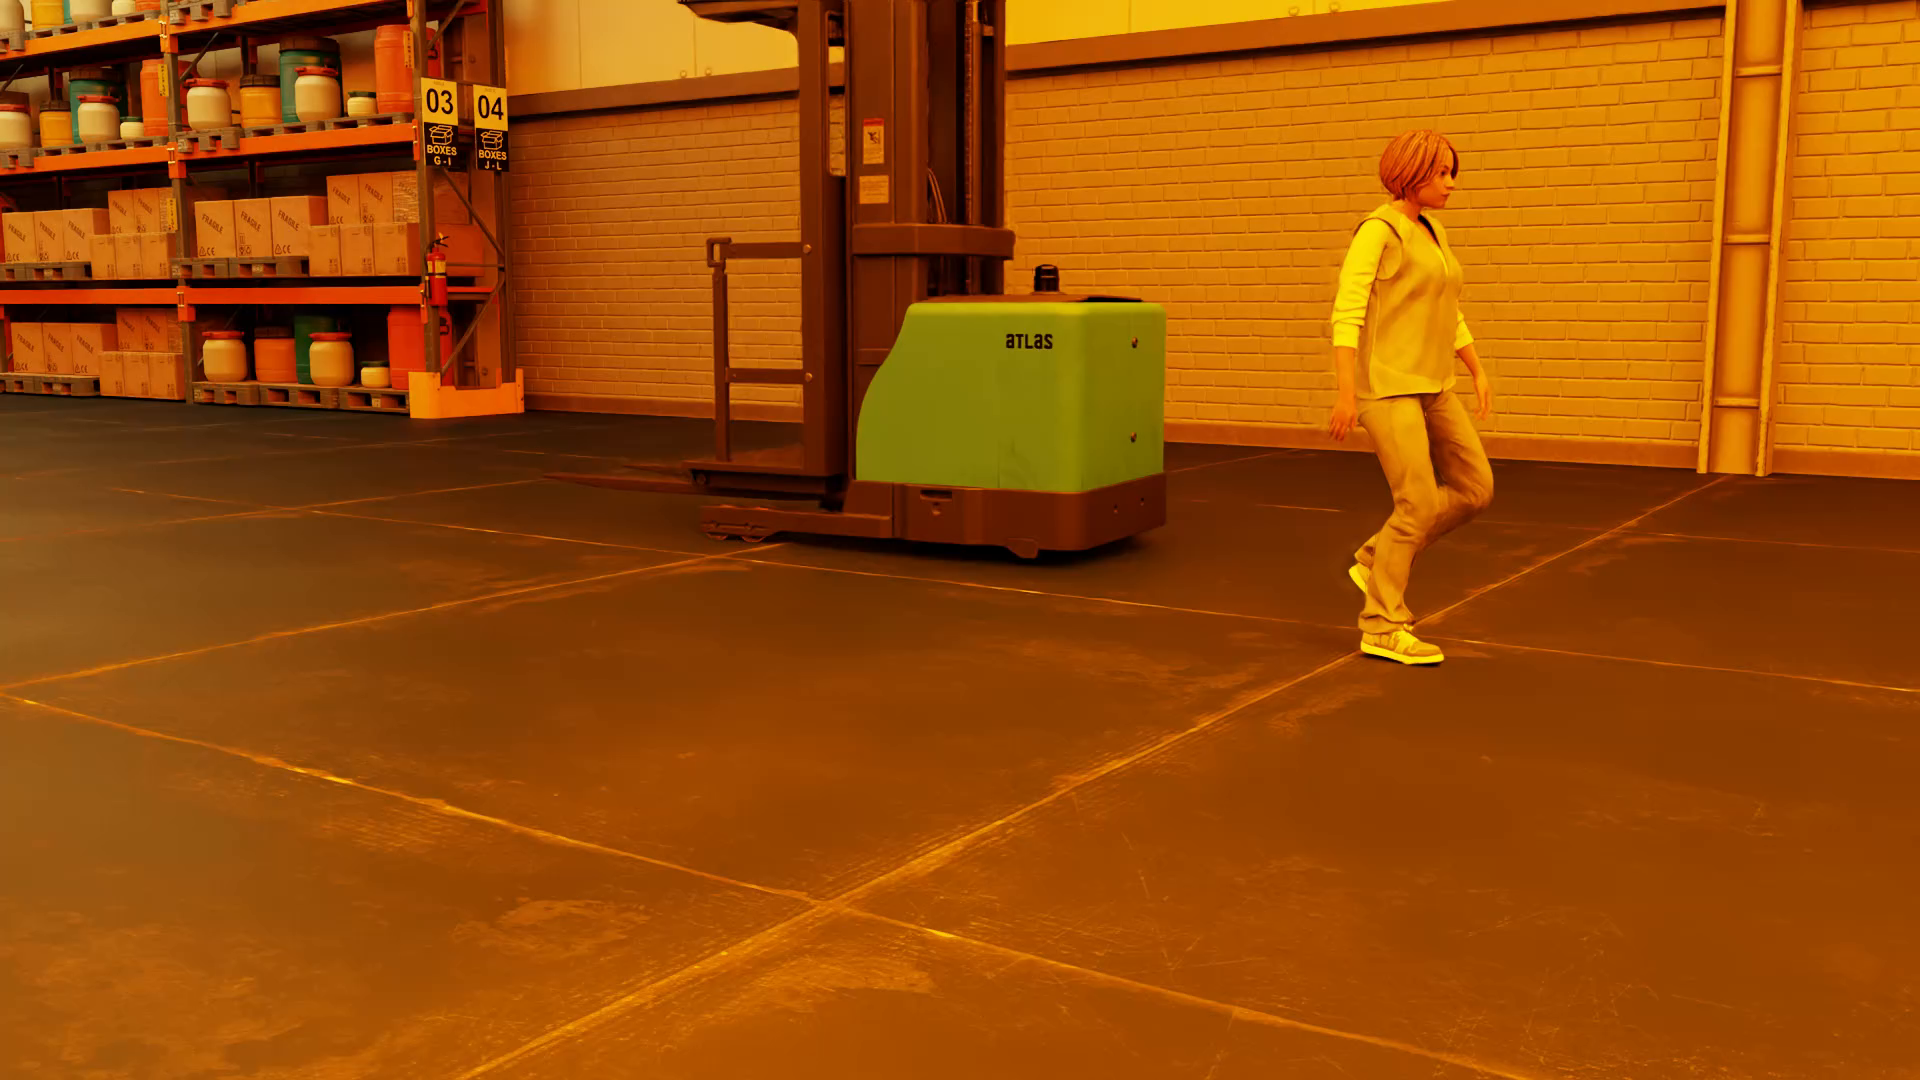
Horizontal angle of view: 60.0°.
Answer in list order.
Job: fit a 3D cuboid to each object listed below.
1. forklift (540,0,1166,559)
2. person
[{"bbox_3d":[-0.607,-1.495,7.704,3.031,2.935,1.130,4,9,28],"label":"forklift"},{"bbox_3d":[1.349,-0.425,5.003,0.433,1.577,0.582,6,10,38],"label":"person"}]
